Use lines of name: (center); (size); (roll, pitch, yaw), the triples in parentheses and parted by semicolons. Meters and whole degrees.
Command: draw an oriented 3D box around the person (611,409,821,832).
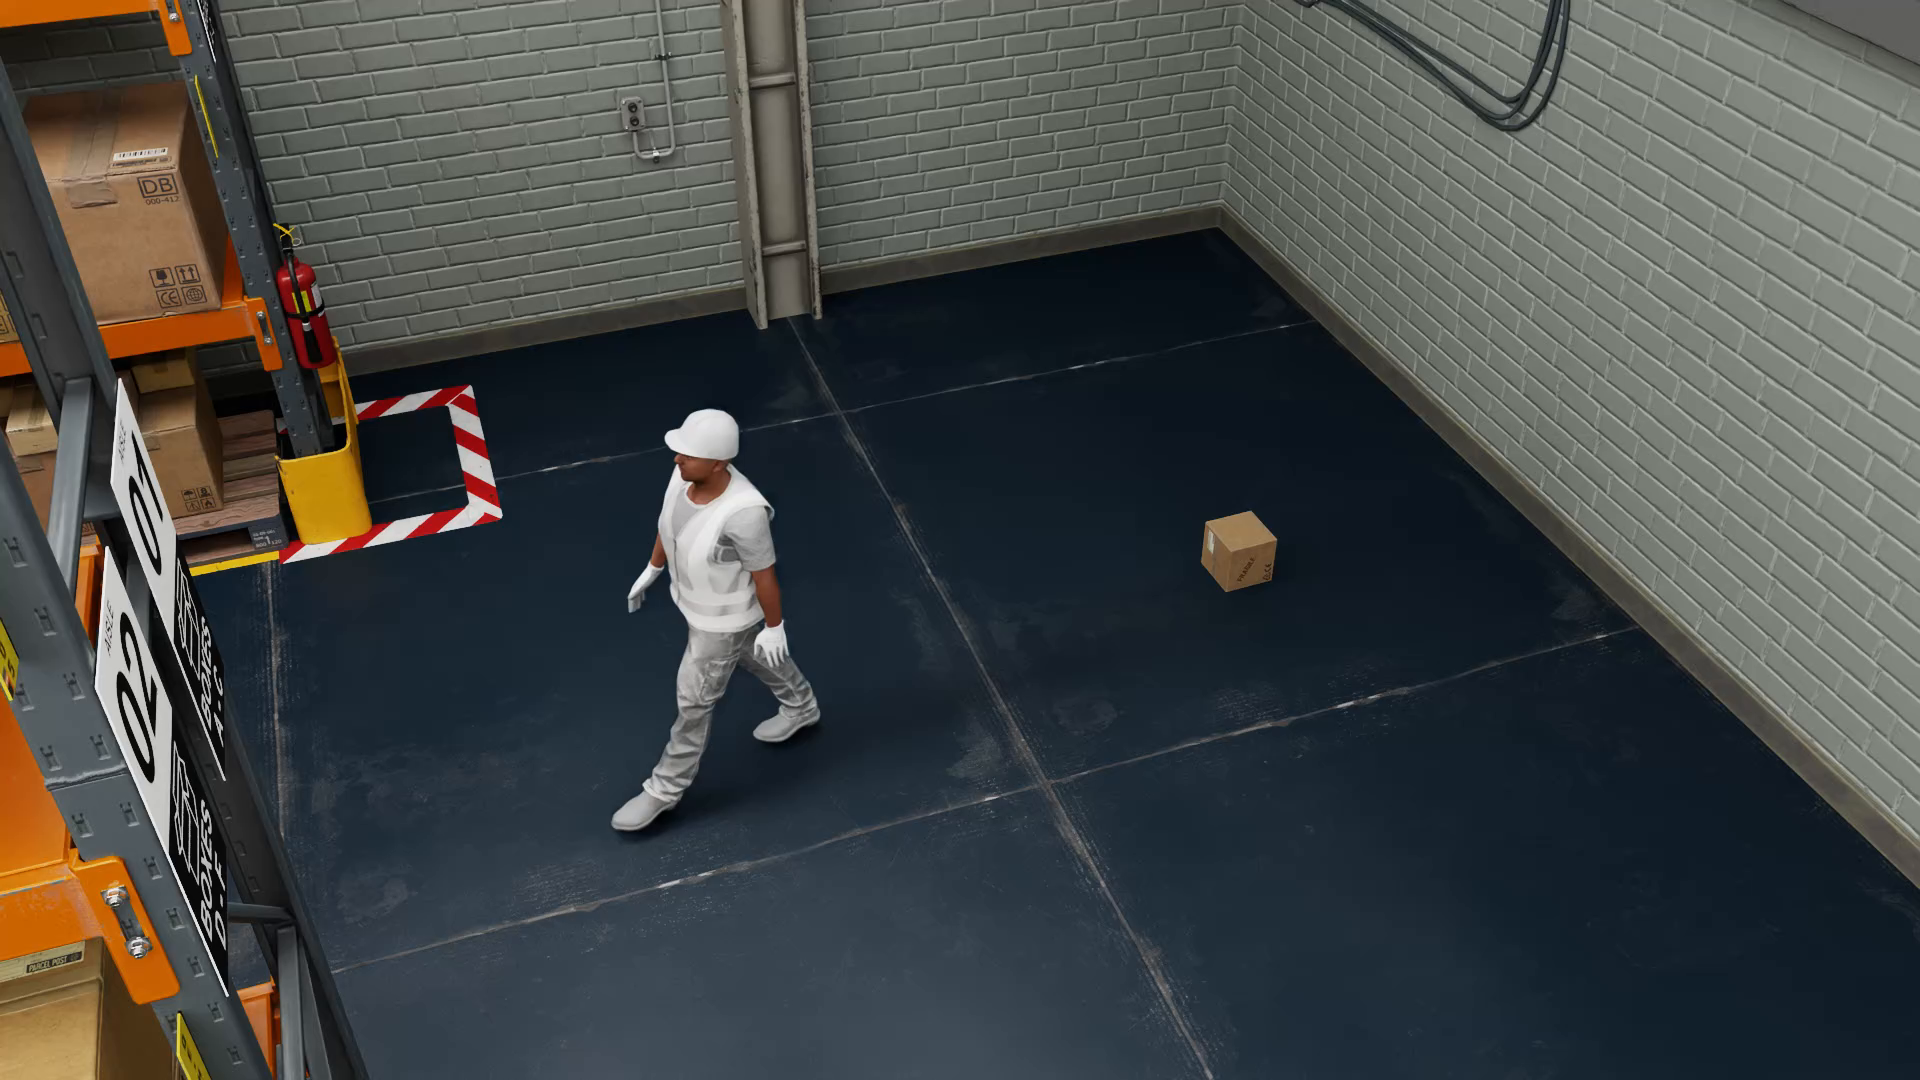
person: (-1.022, 0.256, 6.417); (1.012, 1.730, 0.597); (-20, 42, -24)
